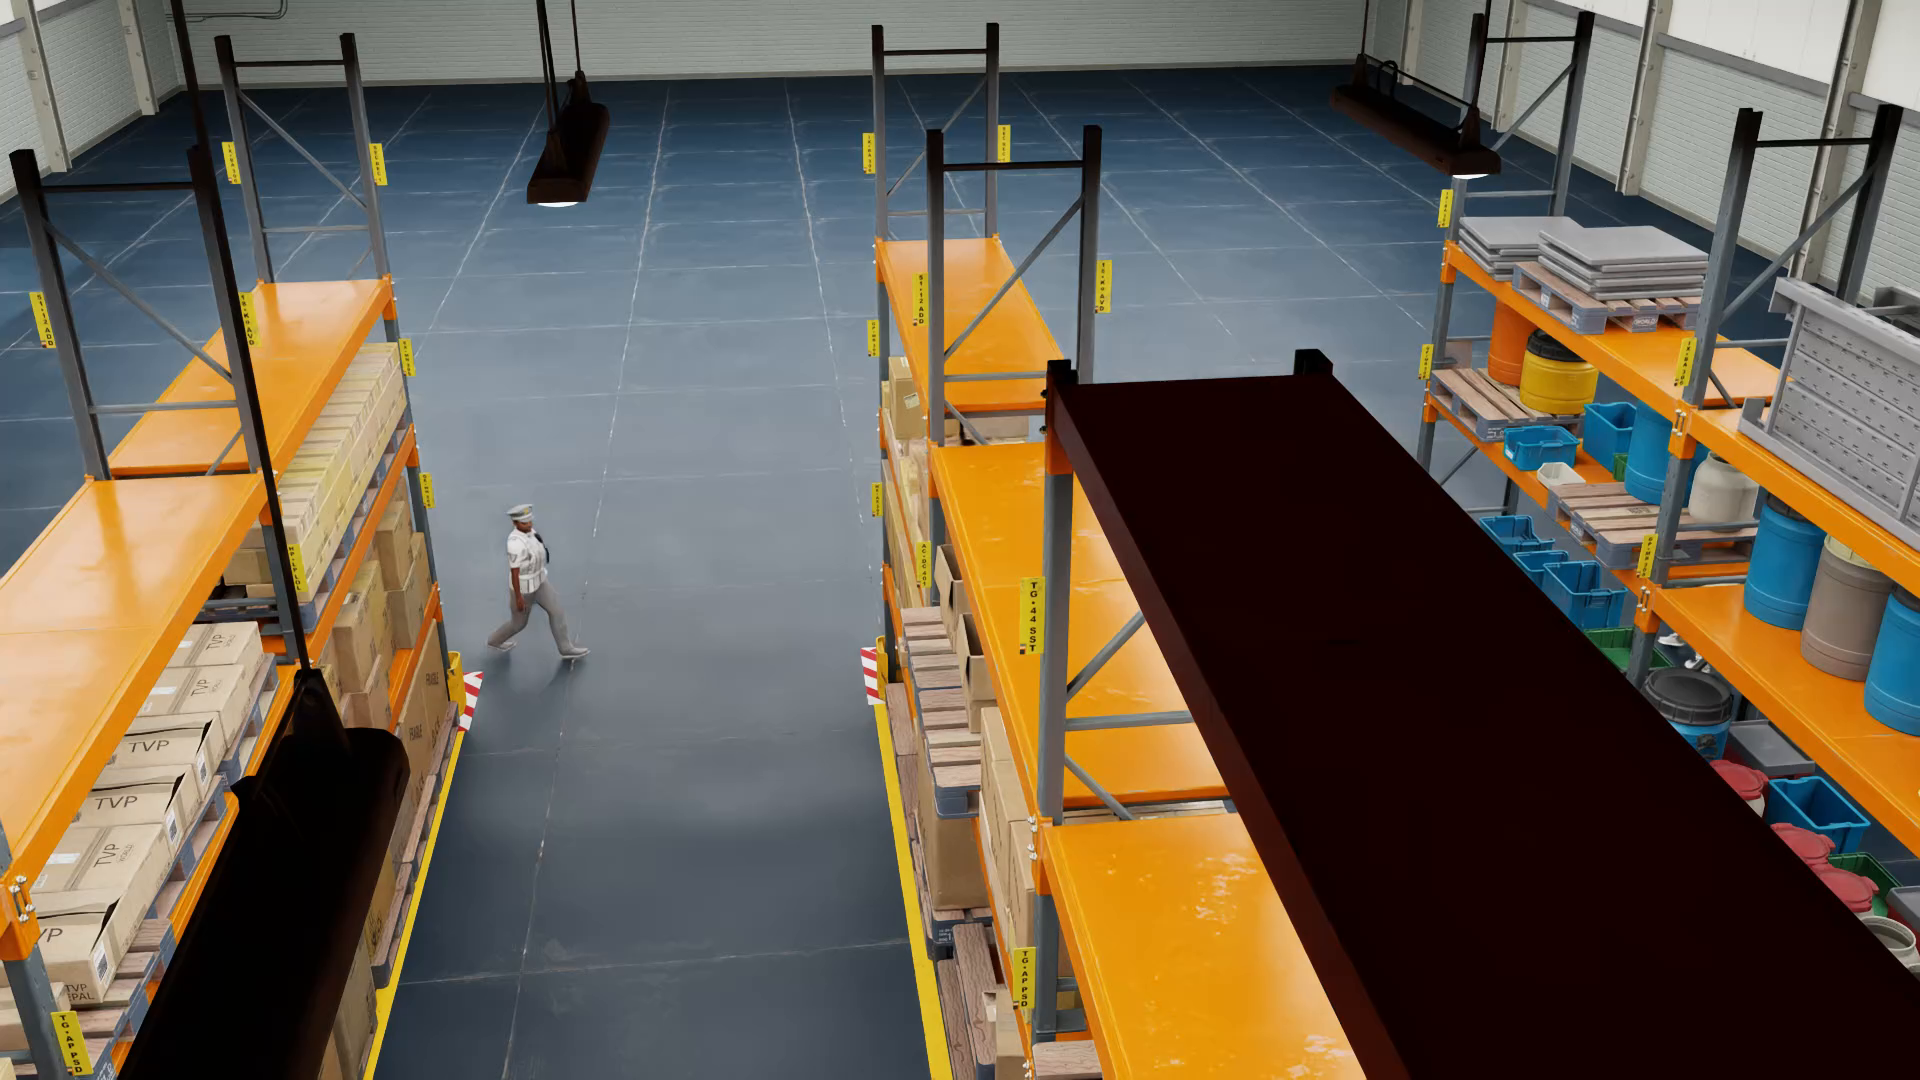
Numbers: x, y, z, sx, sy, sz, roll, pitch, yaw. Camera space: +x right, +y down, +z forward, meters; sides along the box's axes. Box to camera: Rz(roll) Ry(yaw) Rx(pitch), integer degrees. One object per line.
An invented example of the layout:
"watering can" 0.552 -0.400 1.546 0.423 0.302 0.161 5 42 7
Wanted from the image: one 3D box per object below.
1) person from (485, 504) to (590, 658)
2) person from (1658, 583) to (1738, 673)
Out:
"person" -4.090 0.404 15.756 0.998 1.629 0.549 7 26 14
"person" 6.986 0.406 15.753 0.516 1.671 0.735 -14 29 -28
